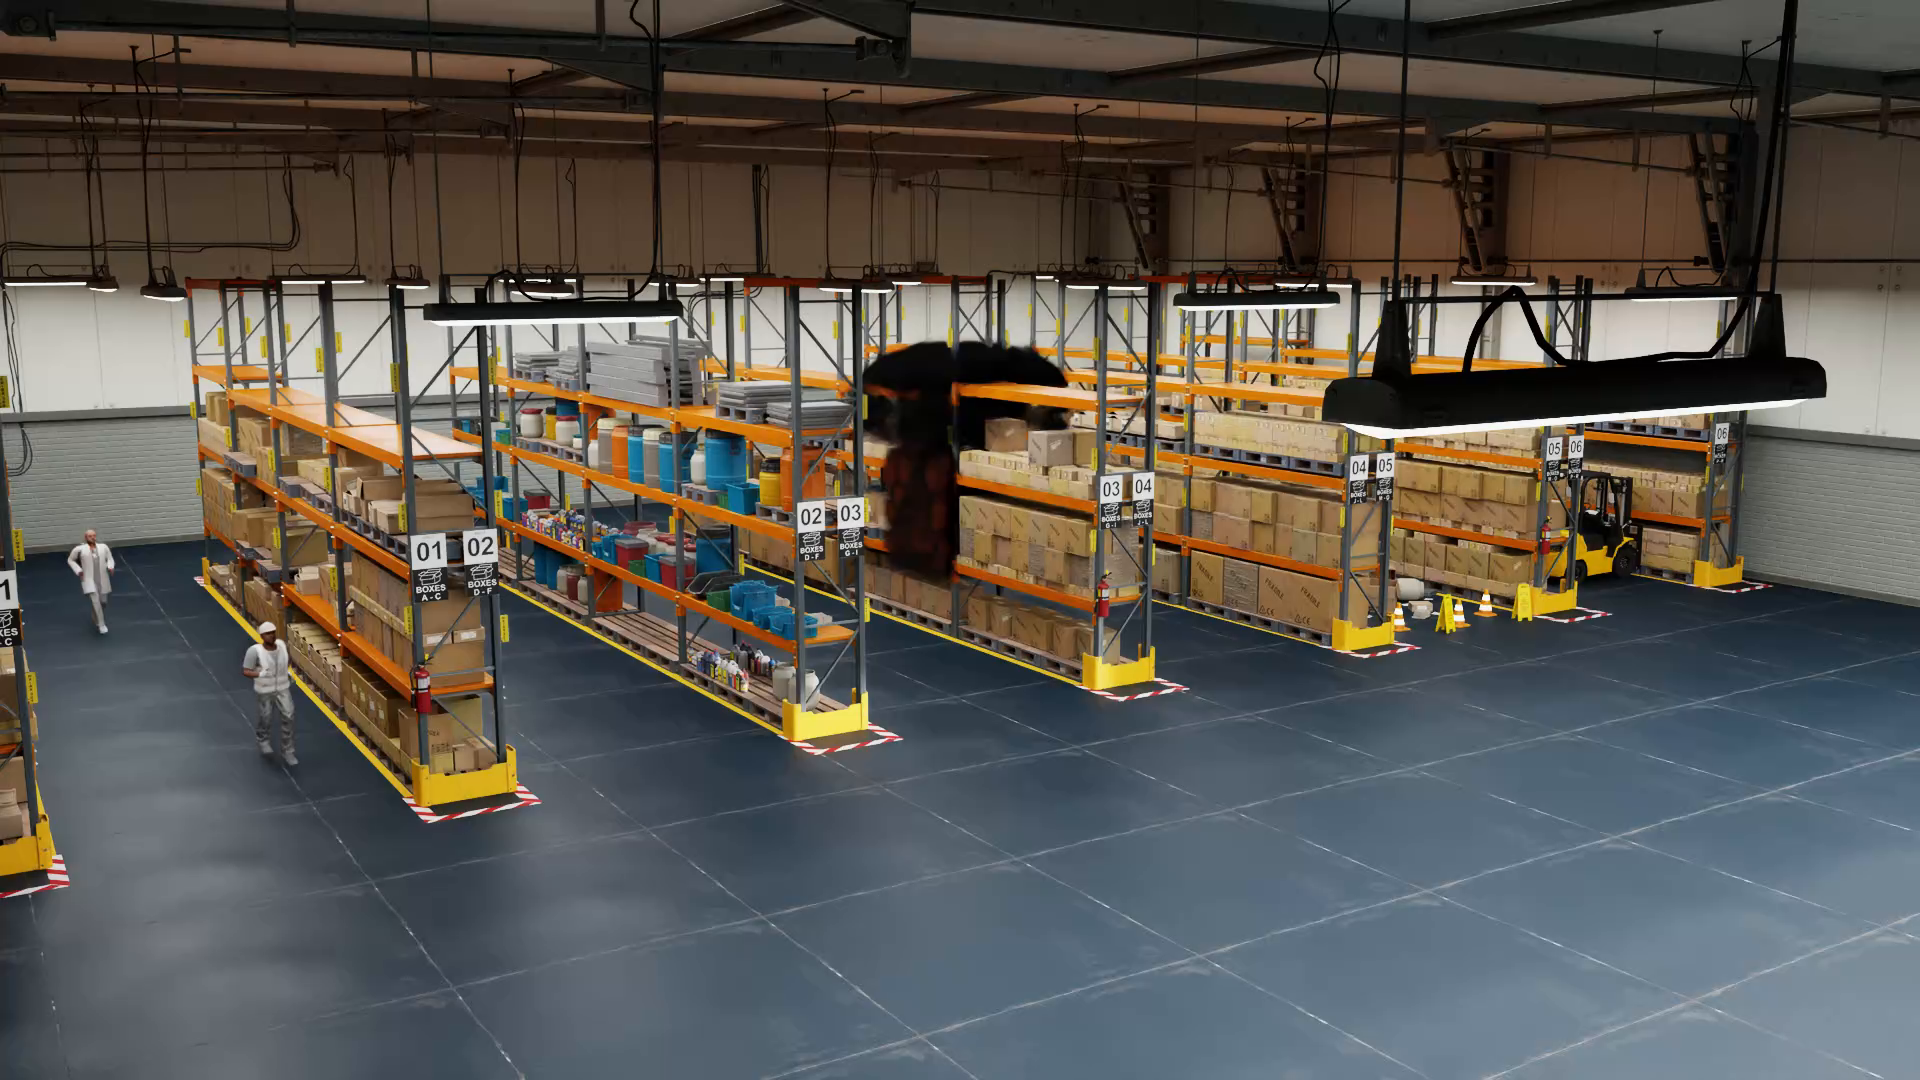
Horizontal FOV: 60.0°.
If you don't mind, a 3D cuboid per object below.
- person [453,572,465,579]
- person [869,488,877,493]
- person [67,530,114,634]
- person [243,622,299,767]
[{"bbox_3d":[-9.352,0.295,30.808,0.679,1.672,0.911,-7,12,-34],"label":"person"},{"bbox_3d":[-1.799,-0.225,34.526,0.525,1.691,0.767,-5,11,-26],"label":"person"},{"bbox_3d":[-14.947,0.696,28.683,0.711,1.765,0.880,-9,13,-42],"label":"person"},{"bbox_3d":[-8.751,1.915,21.100,0.662,1.796,0.801,-8,12,-39],"label":"person"}]
